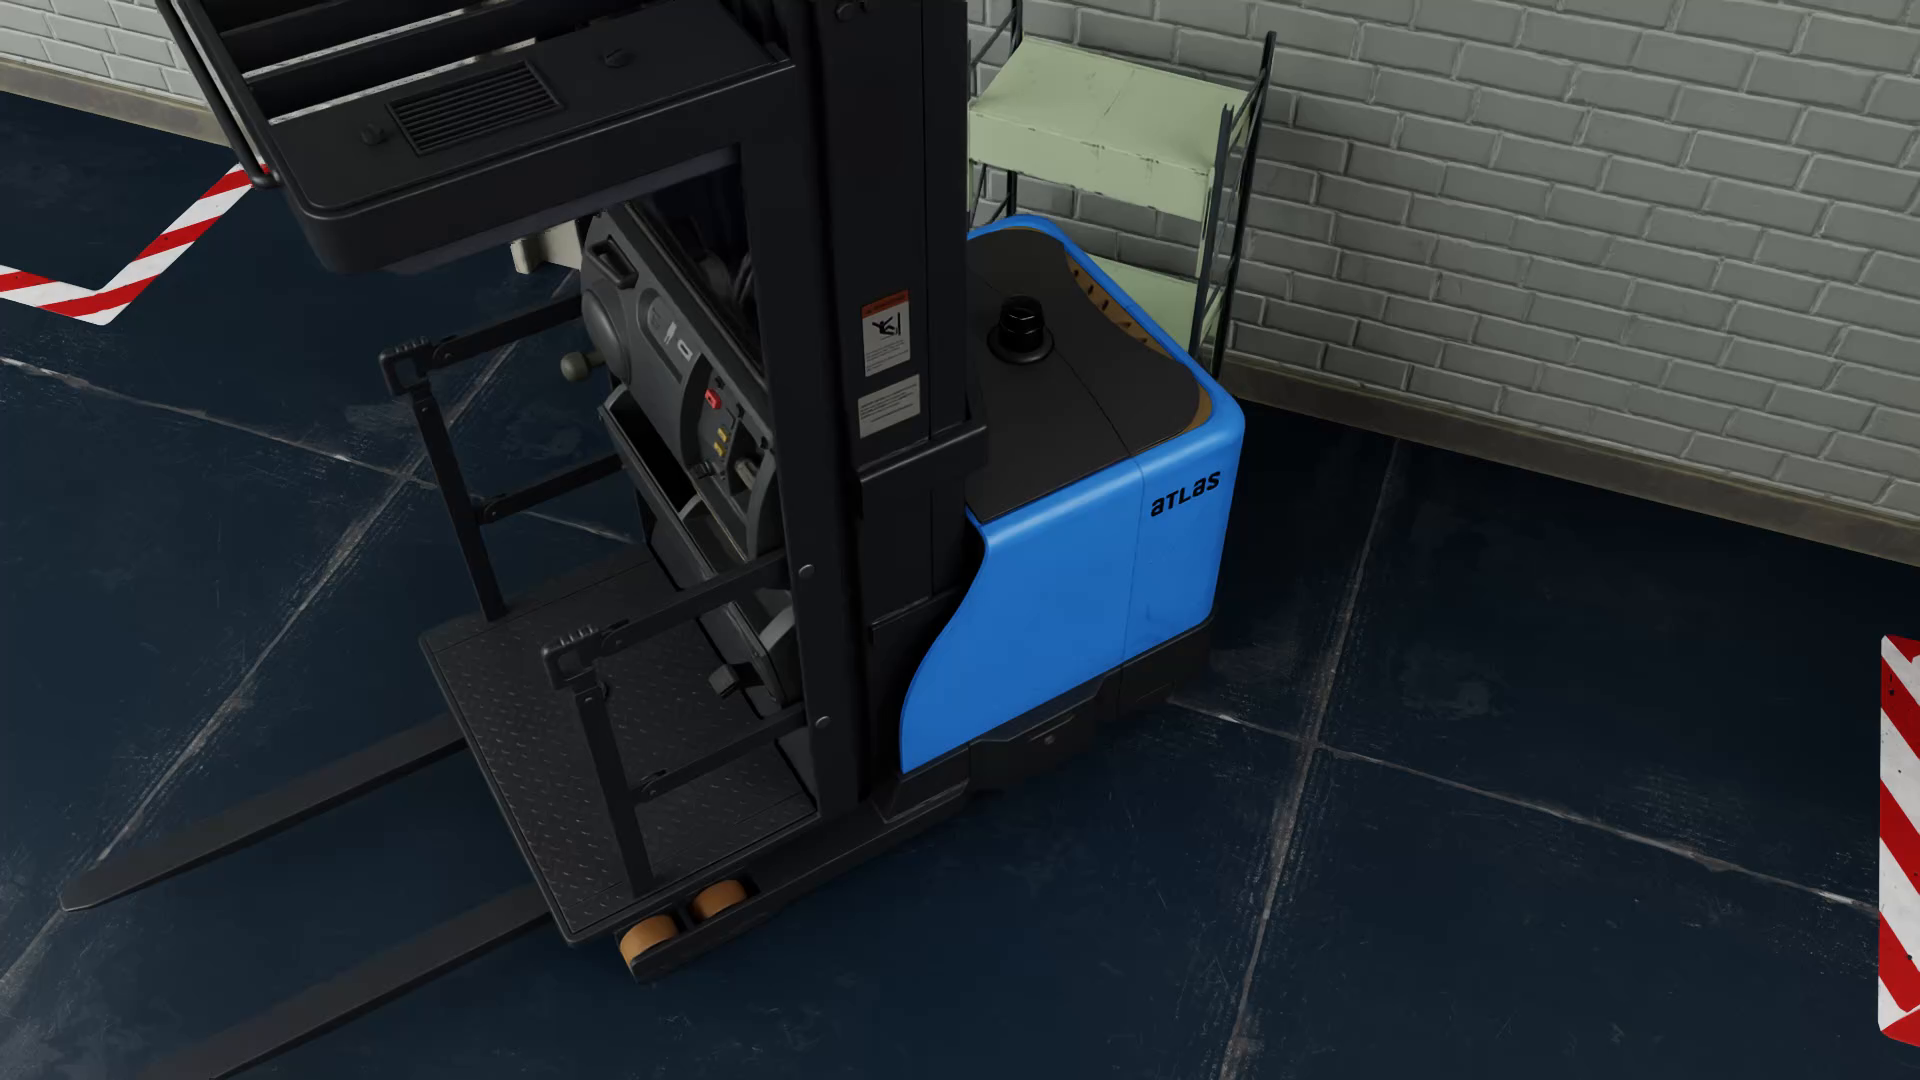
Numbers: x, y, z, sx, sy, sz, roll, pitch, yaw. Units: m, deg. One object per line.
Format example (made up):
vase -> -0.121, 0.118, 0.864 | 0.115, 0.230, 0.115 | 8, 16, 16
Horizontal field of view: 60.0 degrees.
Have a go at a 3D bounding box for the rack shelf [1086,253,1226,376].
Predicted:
rack shelf -> 0.421, -0.631, 5.236 | 0.720, 0.370, 0.431 | 19, 52, 16

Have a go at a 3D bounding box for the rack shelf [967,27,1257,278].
rack shelf -> 0.421, -1.100, 4.695 | 0.720, 0.370, 0.431 | 19, 52, 16

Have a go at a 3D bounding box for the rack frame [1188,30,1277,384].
rack frame -> 0.755, -0.731, 4.891 | 0.023, 1.500, 0.400 | 19, 52, 16

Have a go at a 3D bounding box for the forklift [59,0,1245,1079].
forklift -> -0.801, -0.301, 3.571 | 3.031, 2.935, 1.130 | -25, 53, -20

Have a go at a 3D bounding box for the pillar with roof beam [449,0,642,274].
pillar with roof beam -> -2.886, -0.940, 0.110 | 0.400, 9.000, 9.100 | 16, 51, 13

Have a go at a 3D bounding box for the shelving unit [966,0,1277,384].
shelving unit -> 0.421, -0.845, 4.990 | 0.755, 1.500, 0.431 | 19, 52, 16

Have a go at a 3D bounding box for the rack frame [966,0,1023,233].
rack frame -> 0.087, -0.958, 5.088 | 0.023, 1.500, 0.400 | 19, 52, 16
